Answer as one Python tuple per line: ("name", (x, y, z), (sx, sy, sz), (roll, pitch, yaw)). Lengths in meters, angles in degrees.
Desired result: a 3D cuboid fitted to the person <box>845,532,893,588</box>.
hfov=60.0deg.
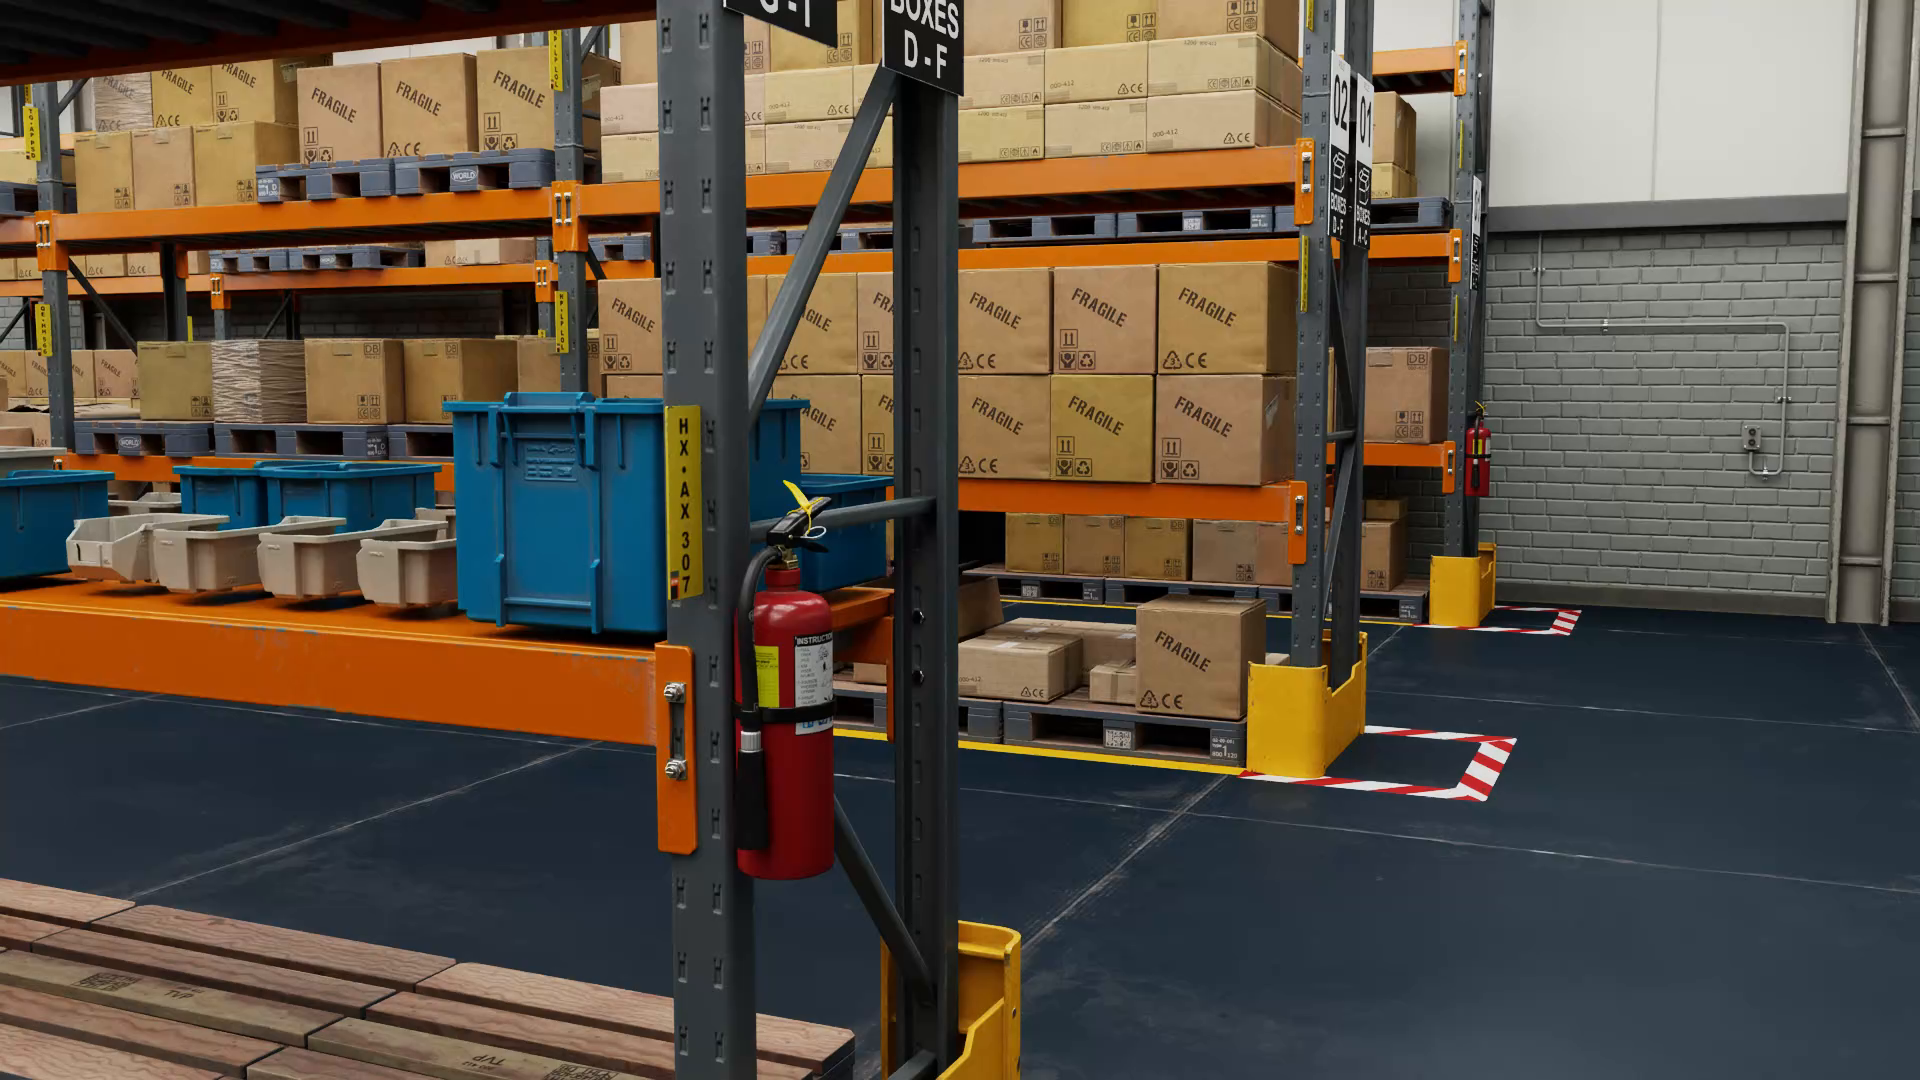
("person", (-0.662, -0.085, 10.628), (0.477, 1.666, 0.568), (-5, 7, -39))
